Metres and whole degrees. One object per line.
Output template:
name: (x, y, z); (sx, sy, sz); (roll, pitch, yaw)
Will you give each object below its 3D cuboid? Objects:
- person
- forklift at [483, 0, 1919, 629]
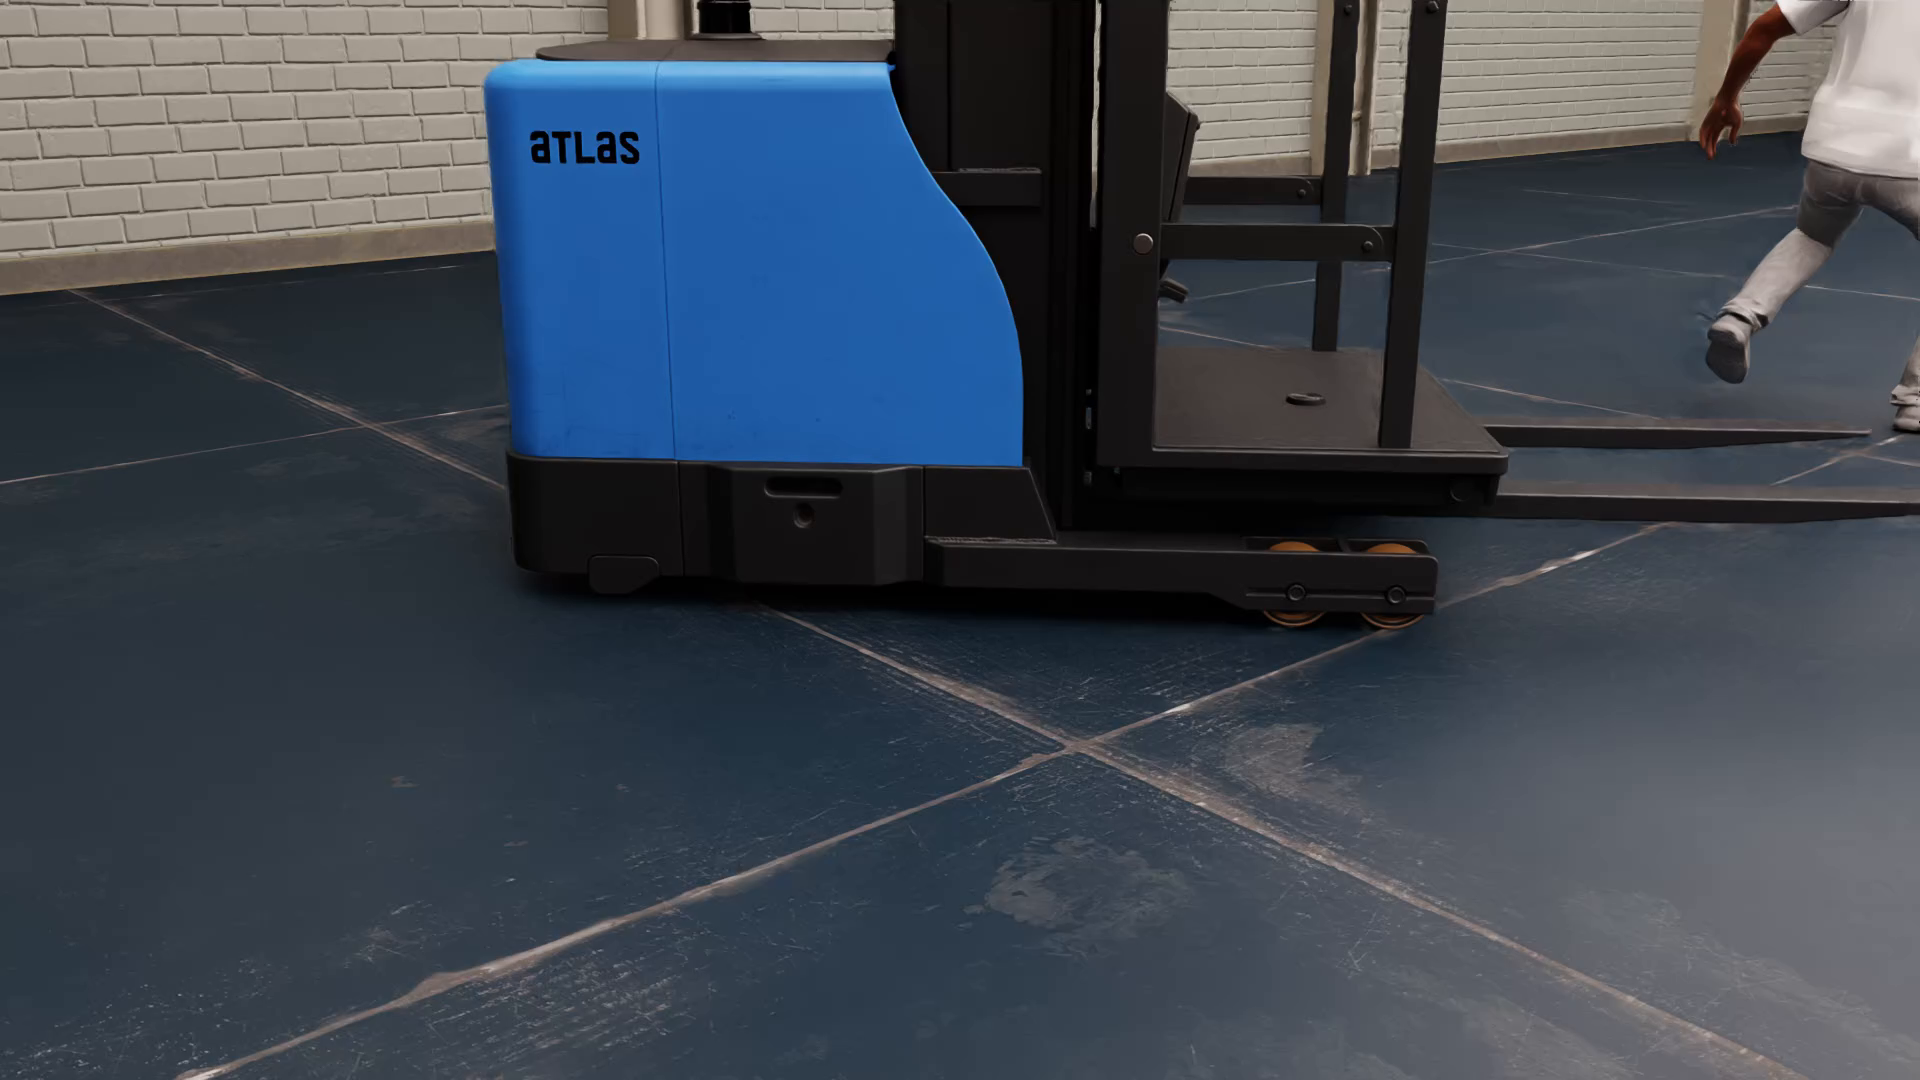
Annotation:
person: (2.708, -1.130, 4.779); (0.524, 1.647, 1.039); (-16, 24, -42)
forklift: (0.610, -1.387, 3.375); (3.031, 2.935, 1.130); (1, 17, 4)
